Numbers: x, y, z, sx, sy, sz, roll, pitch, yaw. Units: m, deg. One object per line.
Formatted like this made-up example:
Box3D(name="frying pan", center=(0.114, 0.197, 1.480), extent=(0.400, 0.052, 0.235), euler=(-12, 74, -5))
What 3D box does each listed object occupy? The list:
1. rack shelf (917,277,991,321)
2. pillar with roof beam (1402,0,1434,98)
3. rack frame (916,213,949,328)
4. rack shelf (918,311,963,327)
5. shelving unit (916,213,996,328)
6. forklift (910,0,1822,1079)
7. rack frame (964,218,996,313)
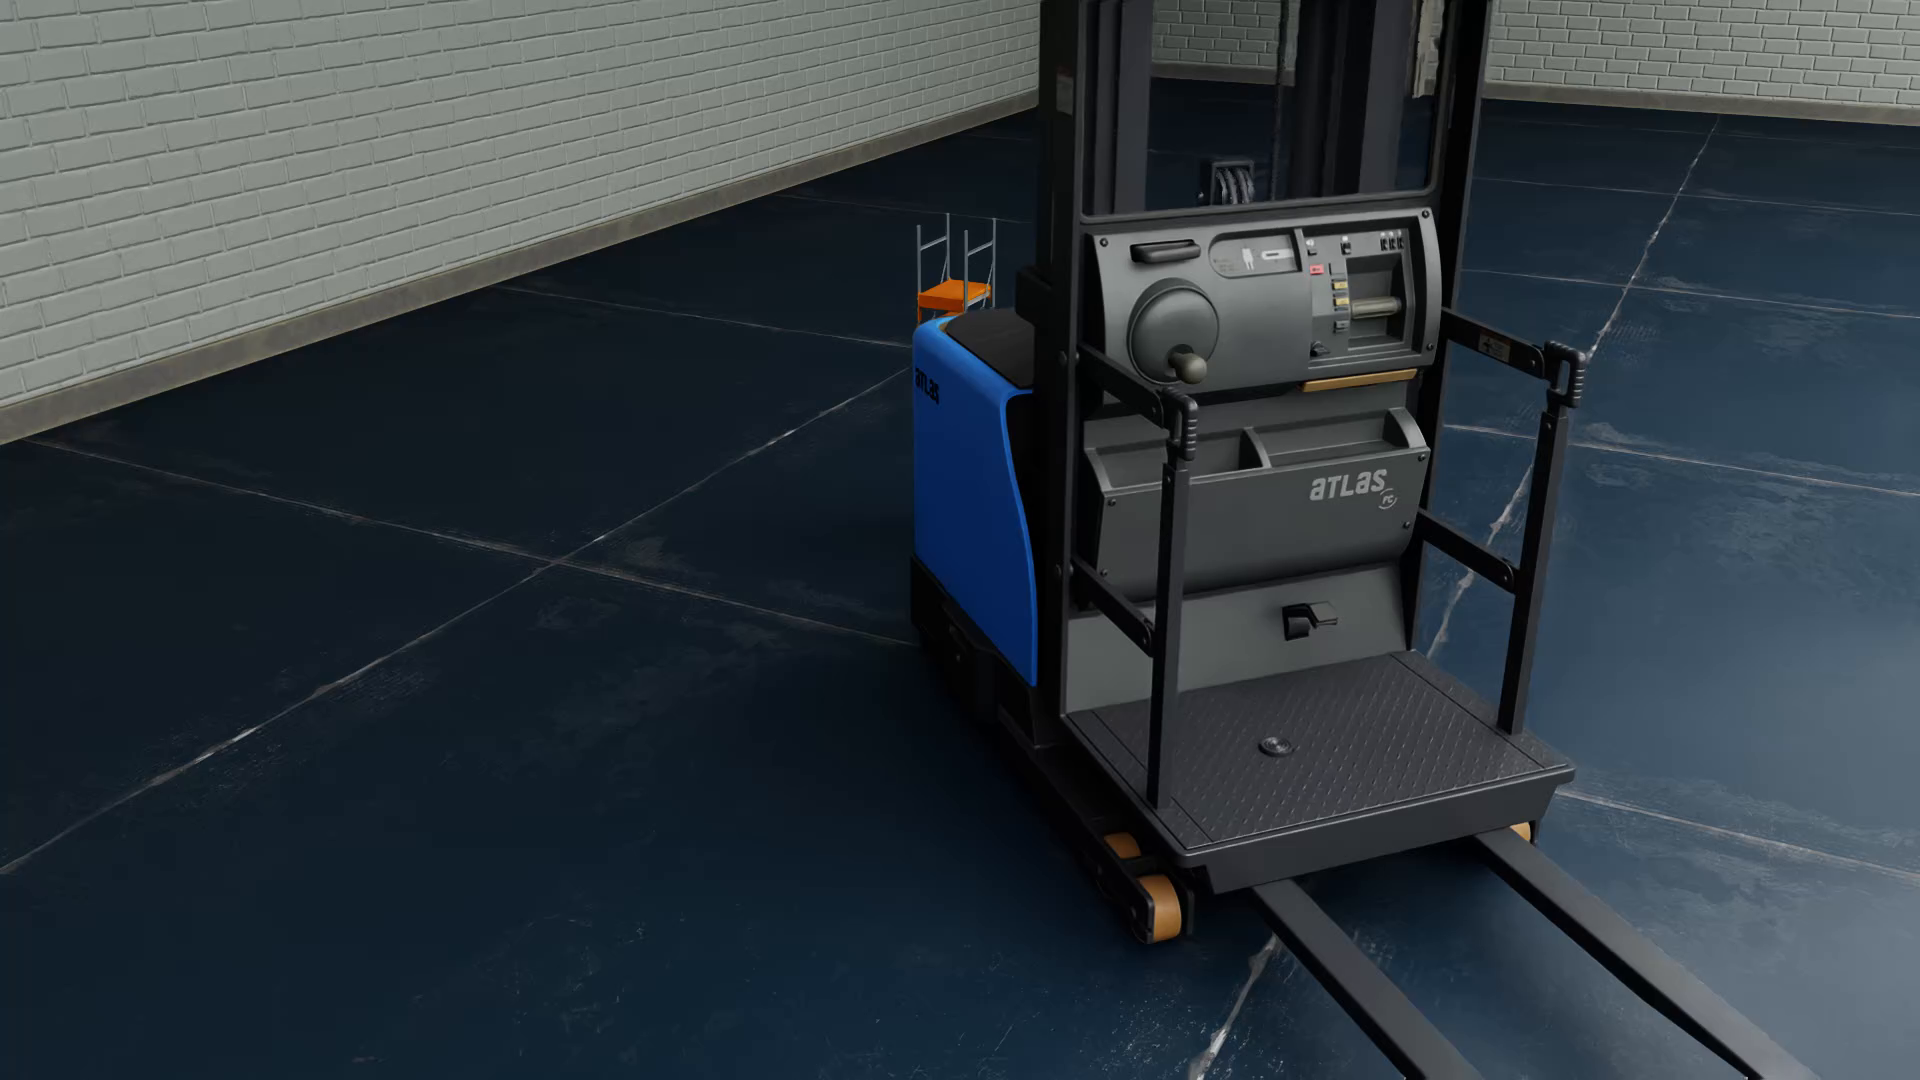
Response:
Box3D(name="rack shelf", center=(-0.013, -0.845, 5.898), extent=(0.180, 0.103, 0.258), euler=(11, 25, 25))
Box3D(name="pillar with roof beam", center=(2.536, -7.161, 11.590), extent=(0.400, 9.000, 9.100), euler=(11, 25, 25))
Box3D(name="rack frame", center=(-0.095, -0.571, 6.059), extent=(0.006, 1.200, 0.240), euler=(11, 25, 25))
Box3D(name="rack shelf", center=(-0.013, -0.735, 5.945), extent=(0.180, 0.103, 0.258), euler=(11, 25, 25))
Box3D(name="shelving unit", center=(-0.013, -0.555, 6.021), extent=(0.189, 1.200, 0.258), euler=(11, 25, 25))
Box3D(name="forklift", center=(0.831, -0.567, 3.838), extent=(1.130, 2.935, 3.031), euler=(-8, 24, -19))
Box3D(name="rack frame", center=(0.069, -0.539, 5.983), extent=(0.006, 1.200, 0.240), euler=(11, 25, 25))
